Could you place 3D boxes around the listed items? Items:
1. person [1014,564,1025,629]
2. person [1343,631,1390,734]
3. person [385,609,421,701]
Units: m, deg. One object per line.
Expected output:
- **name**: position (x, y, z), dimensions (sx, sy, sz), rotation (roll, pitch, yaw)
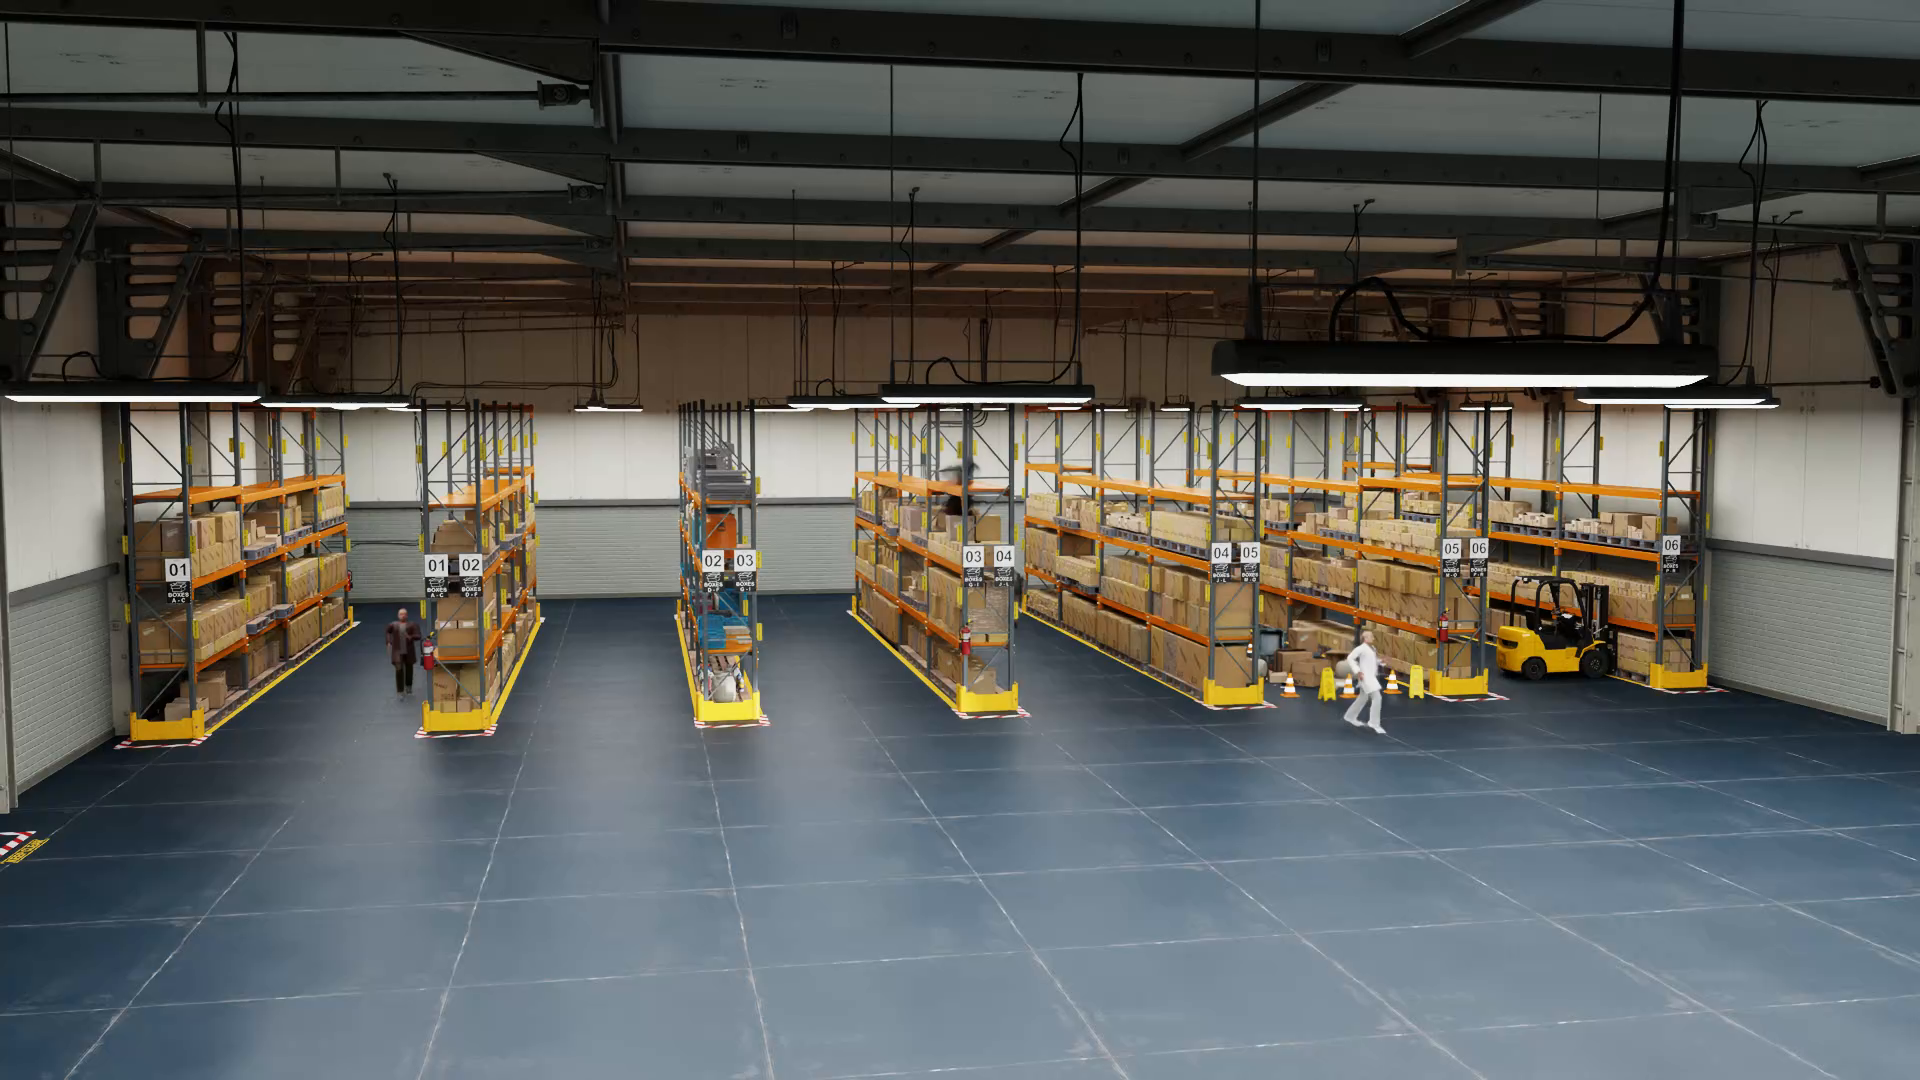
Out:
- **person**: position (1.453, 1.500, 44.897), dimensions (0.669, 1.719, 0.809), rotation (-1, 4, -11)
- **person**: position (7.352, 2.562, 30.098), dimensions (0.862, 1.847, 0.673), rotation (2, 5, 29)
- **person**: position (-11.219, 2.379, 33.546), dimensions (0.695, 1.570, 1.046), rotation (-1, 5, -19)
